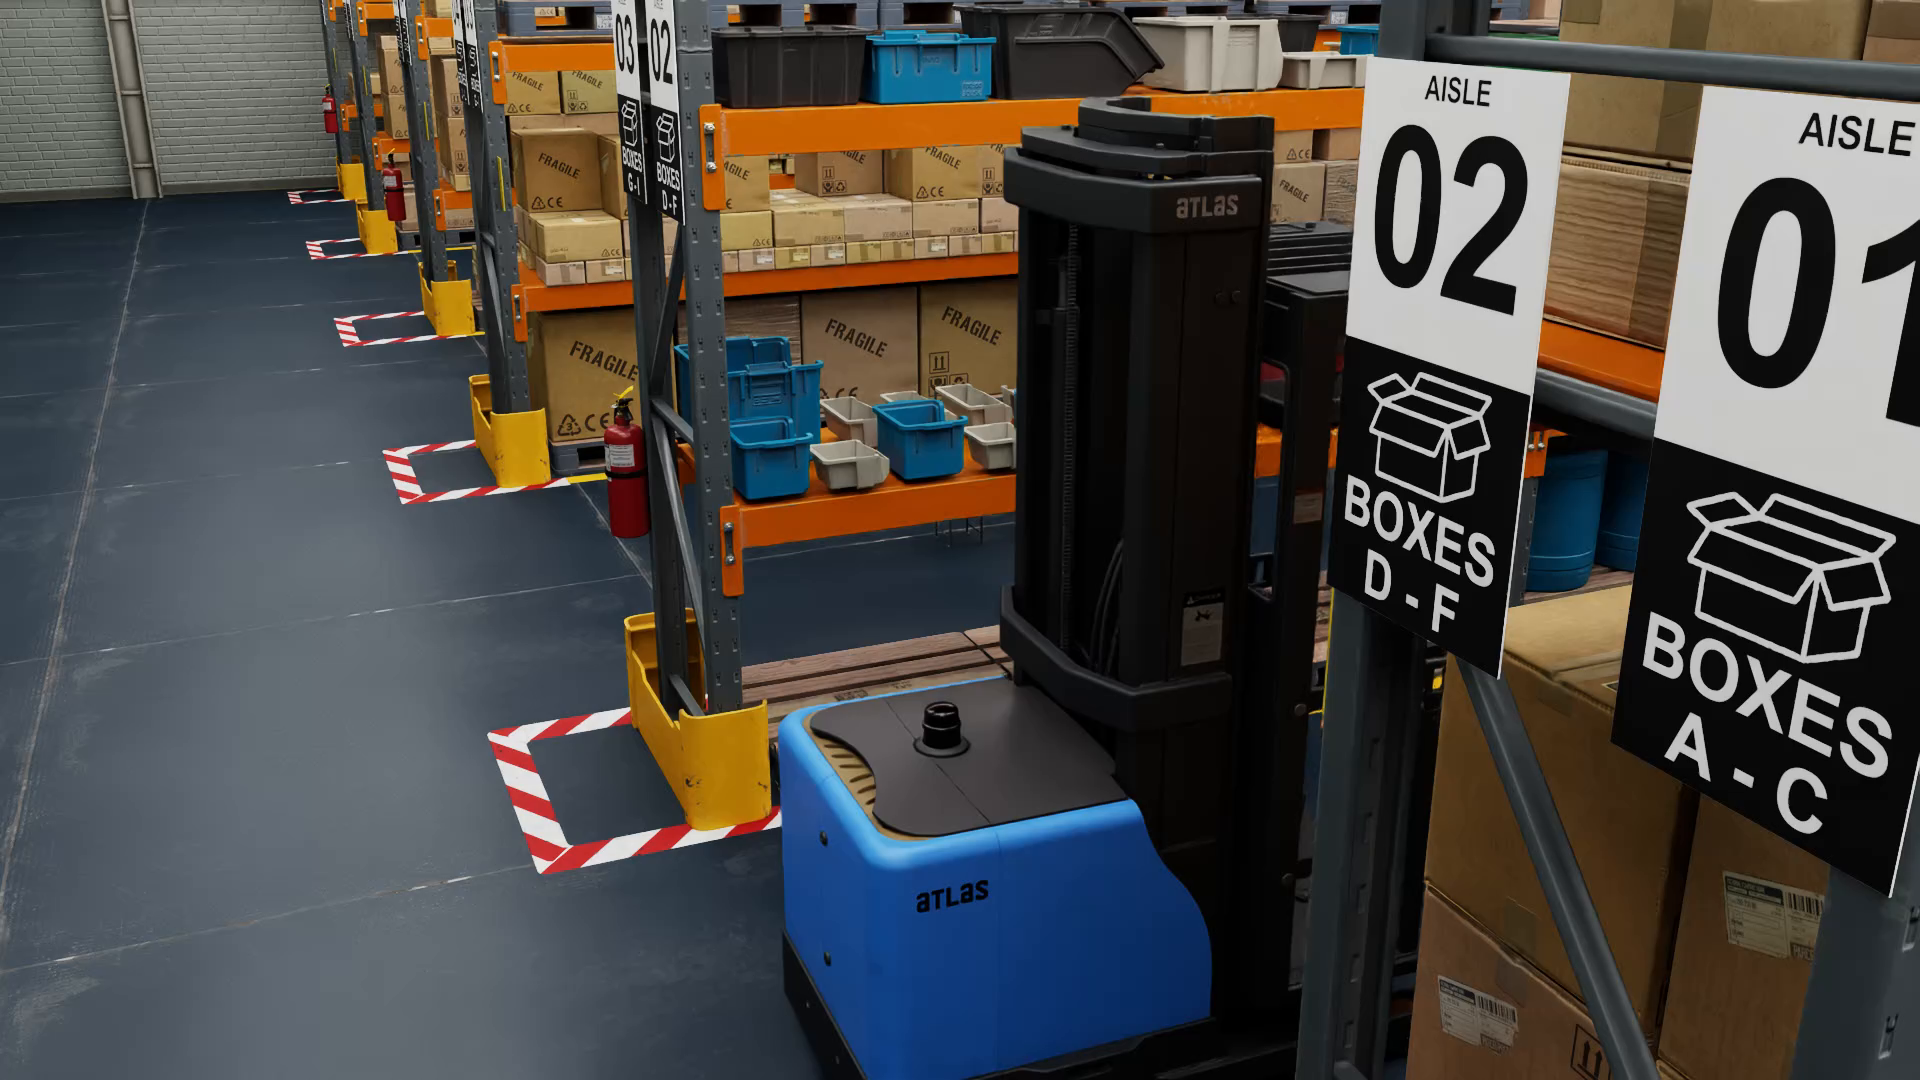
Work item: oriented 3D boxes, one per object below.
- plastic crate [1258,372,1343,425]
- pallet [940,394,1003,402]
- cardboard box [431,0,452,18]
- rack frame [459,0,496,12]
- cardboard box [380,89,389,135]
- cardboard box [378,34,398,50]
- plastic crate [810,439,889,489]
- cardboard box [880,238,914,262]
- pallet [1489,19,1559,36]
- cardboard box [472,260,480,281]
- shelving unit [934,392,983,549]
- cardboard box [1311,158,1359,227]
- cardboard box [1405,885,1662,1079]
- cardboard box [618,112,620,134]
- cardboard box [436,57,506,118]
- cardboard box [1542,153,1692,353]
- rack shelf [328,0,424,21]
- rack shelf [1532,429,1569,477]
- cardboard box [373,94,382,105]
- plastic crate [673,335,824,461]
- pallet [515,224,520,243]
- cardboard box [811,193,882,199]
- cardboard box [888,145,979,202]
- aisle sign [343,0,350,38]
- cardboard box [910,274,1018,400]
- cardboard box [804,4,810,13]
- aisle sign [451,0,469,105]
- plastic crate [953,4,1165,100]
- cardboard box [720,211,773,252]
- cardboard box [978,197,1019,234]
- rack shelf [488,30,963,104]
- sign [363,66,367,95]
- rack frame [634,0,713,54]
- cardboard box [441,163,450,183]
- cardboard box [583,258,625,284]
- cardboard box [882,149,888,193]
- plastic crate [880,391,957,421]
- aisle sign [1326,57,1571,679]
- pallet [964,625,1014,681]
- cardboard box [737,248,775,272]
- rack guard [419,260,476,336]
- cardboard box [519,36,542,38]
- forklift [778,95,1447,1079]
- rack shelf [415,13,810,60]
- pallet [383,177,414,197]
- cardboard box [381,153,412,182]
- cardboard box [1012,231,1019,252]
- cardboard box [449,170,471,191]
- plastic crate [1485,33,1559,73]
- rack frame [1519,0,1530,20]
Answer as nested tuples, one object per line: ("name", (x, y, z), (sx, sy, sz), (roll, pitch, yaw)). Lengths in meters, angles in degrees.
("plastic crate", (1.626, -0.640, 7.646), (0.590, 0.125, 0.437), (-8, 21, -22))
("pallet", (-0.144, -1.089, 12.798), (1.213, 0.211, 1.003), (-8, 21, -22))
("cardboard box", (-4.446, -4.806, 14.863), (0.500, 0.250, 0.500), (-7, 21, -20))
("rack frame", (-3.088, -4.784, 10.060), (0.127, 3.000, 1.000), (-8, 21, -22))
("cardboard box", (-6.675, -5.168, 20.032), (0.500, 0.500, 0.500), (-8, 21, -22))
("cardboard box", (-6.577, -5.764, 19.242), (0.250, 0.149, 0.380), (-8, 21, -21))
("plastic crate", (-0.441, -0.297, 6.656), (0.298, 0.136, 0.250), (-8, 21, -22))
("cardboard box", (-0.510, -2.087, 11.810), (0.250, 0.149, 0.380), (-8, 21, -21))
("pallet", (3.228, -2.429, 8.172), (1.003, 0.211, 1.213), (-8, 21, -22))
("cardboard box", (-4.588, -2.631, 16.189), (0.250, 0.149, 0.380), (-9, 21, -23))
("shelving unit", (-0.007, -0.423, 9.870), (0.210, 0.900, 0.258), (-8, 21, -22))
("cardboard box", (2.967, -2.781, 13.252), (0.500, 0.500, 0.500), (-9, 21, -24))
("cardboard box", (1.136, 0.878, 2.862), (0.500, 0.500, 0.500), (-7, 21, -20))
("cardboard box", (-3.036, -3.850, 15.842), (0.500, 0.500, 0.500), (-9, 21, -23))
("cardboard box", (-4.442, -4.118, 15.096), (0.500, 0.500, 0.500), (-8, 21, -22))
("cardboard box", (1.200, -0.425, 2.422), (0.500, 0.250, 0.500), (-8, 21, -22))
("rack shelf", (-7.146, -7.828, 24.306), (4.000, 0.370, 1.077), (-8, 21, -22))
("rack shelf", (4.383, -0.894, 9.128), (4.000, 0.370, 1.077), (-8, 21, -22))
("cardboard box", (-8.357, -6.378, 23.999), (0.250, 0.149, 0.380), (-8, 21, -21))
("plastic crate", (-0.892, -0.590, 7.038), (0.499, 0.435, 0.616), (-8, 21, -22))
("pallet", (-5.191, -3.950, 20.921), (1.213, 0.211, 1.003), (-8, 21, -22))
("cardboard box", (-0.882, -2.435, 12.198), (0.500, 0.250, 0.500), (-8, 21, -21))
("cardboard box", (-0.193, -2.697, 11.815), (0.500, 0.500, 0.500), (-8, 21, -21))
("aisle sign", (-7.202, -6.288, 19.449), (0.004, 0.787, 0.394), (-8, 21, -22))
("cardboard box", (-0.053, -1.614, 12.657), (0.875, 0.875, 0.875), (-8, 21, -22))
("cardboard box", (-1.630, -5.204, 15.994), (0.500, 0.250, 0.500), (-8, 21, -21))
("aisle sign", (-3.273, -3.263, 10.858), (0.004, 0.787, 0.394), (-8, 21, -22))
("plastic crate", (0.386, -1.947, 6.612), (0.767, 0.338, 0.504), (-8, 21, -22))
("cardboard box", (-1.603, -2.140, 11.362), (0.500, 0.250, 0.500), (-9, 21, -24))
("cardboard box", (0.284, -2.412, 12.134), (0.500, 0.250, 0.500), (-9, 21, -23))
("rack shelf", (-1.251, -3.293, 11.425), (4.000, 0.370, 1.077), (-8, 21, -22))
("sign", (-6.799, -5.252, 19.000), (0.005, 0.325, 0.100), (-8, 21, -22))
("rack frame", (-1.126, -3.274, 5.771), (0.127, 3.000, 1.000), (-8, 21, -22))
("cardboard box", (-4.772, -3.491, 15.798), (0.250, 0.149, 0.380), (-8, 21, -22))
("cardboard box", (-2.396, -1.816, 11.042), (0.250, 0.149, 0.380), (-8, 21, -23))
("cardboard box", (-0.411, -2.857, 12.267), (0.500, 0.500, 0.500), (-8, 21, -22))
("plastic crate", (-0.177, -0.544, 7.358), (0.243, 0.136, 0.396), (-8, 21, -22))
("aisle sign", (0.649, -0.244, 2.284), (0.004, 0.787, 0.394), (-8, 21, -22))
("pallet", (0.765, 0.615, 7.957), (1.213, 0.211, 1.003), (-8, 21, -22))
("cardboard box", (-1.451, -1.952, 11.428), (0.250, 0.149, 0.380), (-8, 21, -23))
("rack guard", (-4.890, -2.311, 15.834), (0.348, 0.500, 1.175), (-8, 21, -22))
("cardboard box", (-5.137, -5.955, 19.785), (0.250, 0.149, 0.380), (-9, 21, -23))
("forklift", (0.981, 0.134, 5.229), (3.031, 2.935, 1.130), (-8, 21, -21))
("rack shelf", (-3.123, -4.819, 15.759), (4.000, 0.370, 1.077), (-8, 21, -22))
("pallet", (-8.181, -5.289, 24.727), (1.213, 0.211, 1.003), (-8, 21, -22))
("cardboard box", (-8.383, -5.562, 24.428), (0.637, 0.503, 0.797), (-9, 21, -24))
("cardboard box", (0.435, -2.222, 12.195), (0.250, 0.149, 0.380), (-8, 21, -22))
("cardboard box", (-4.532, -3.305, 15.269), (0.250, 0.149, 0.380), (-8, 21, -22))
("plastic crate", (2.278, -2.137, 7.378), (0.662, 0.188, 0.450), (-8, 21, -22))
("rack frame", (4.258, -3.007, 14.046), (0.127, 3.000, 1.000), (-8, 21, -22))
